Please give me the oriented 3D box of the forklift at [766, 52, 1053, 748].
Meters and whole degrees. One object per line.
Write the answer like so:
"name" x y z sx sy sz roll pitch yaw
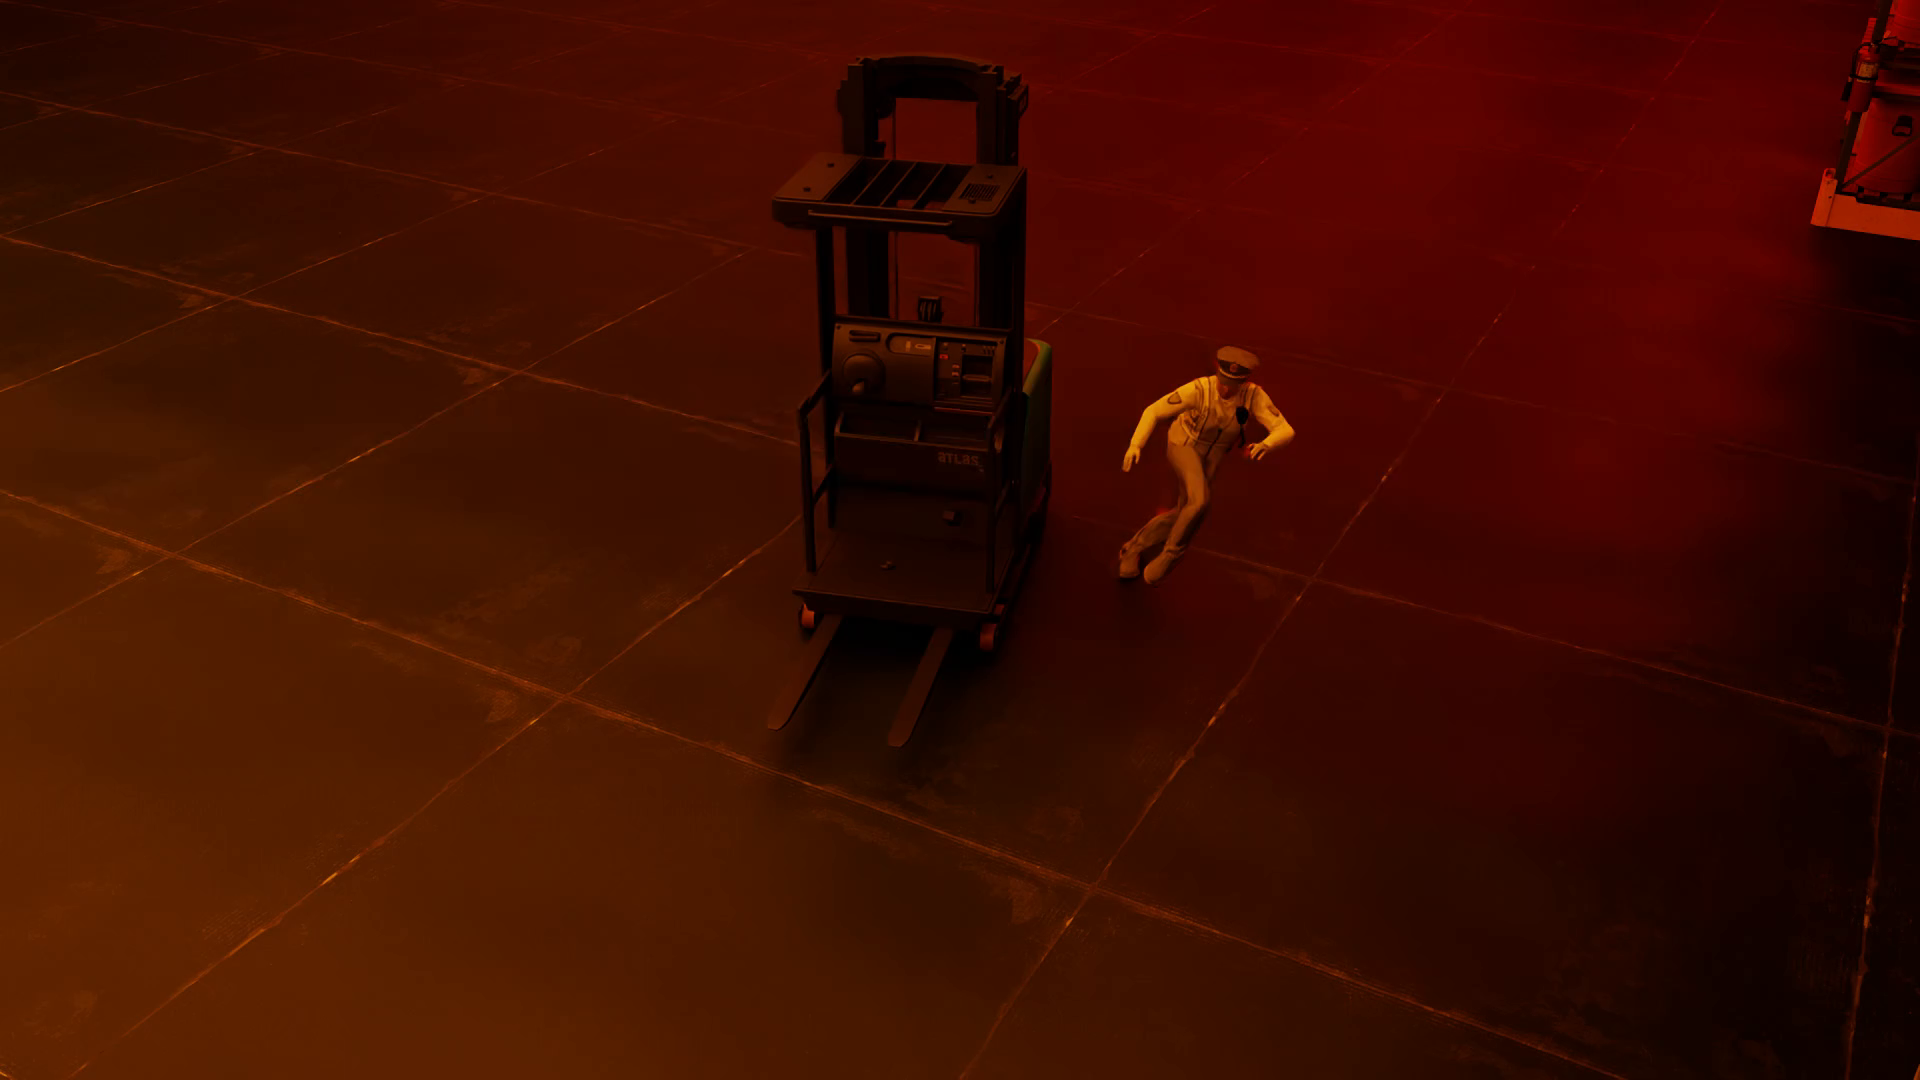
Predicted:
"forklift" -0.264 -0.871 8.580 1.130 2.935 3.031 7 31 11

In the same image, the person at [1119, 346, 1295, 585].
"person" 1.333 -0.387 9.230 0.908 1.434 0.822 -8 31 -13
